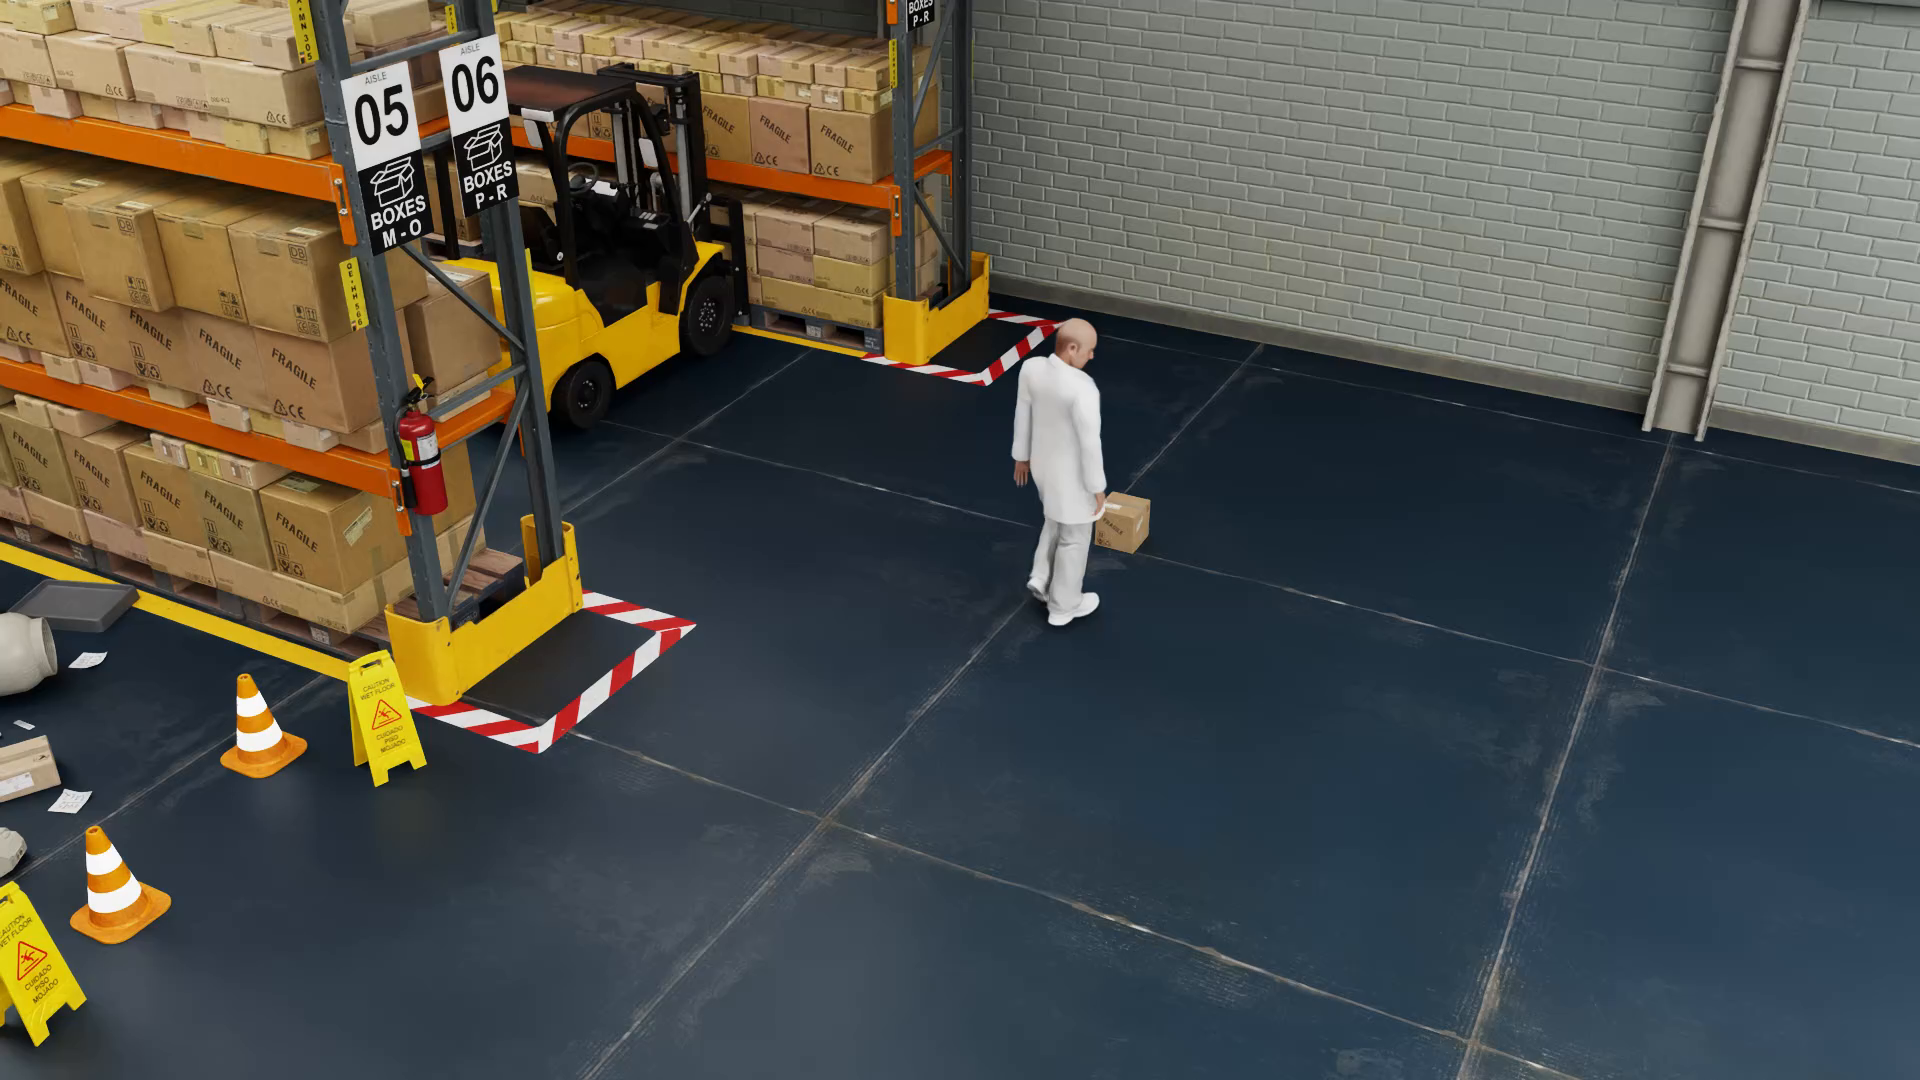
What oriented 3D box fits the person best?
[{"bbox_3d":[0.597,-0.359,8.935,0.438,1.812,0.616,-22,36,-34],"label":"person"}]
